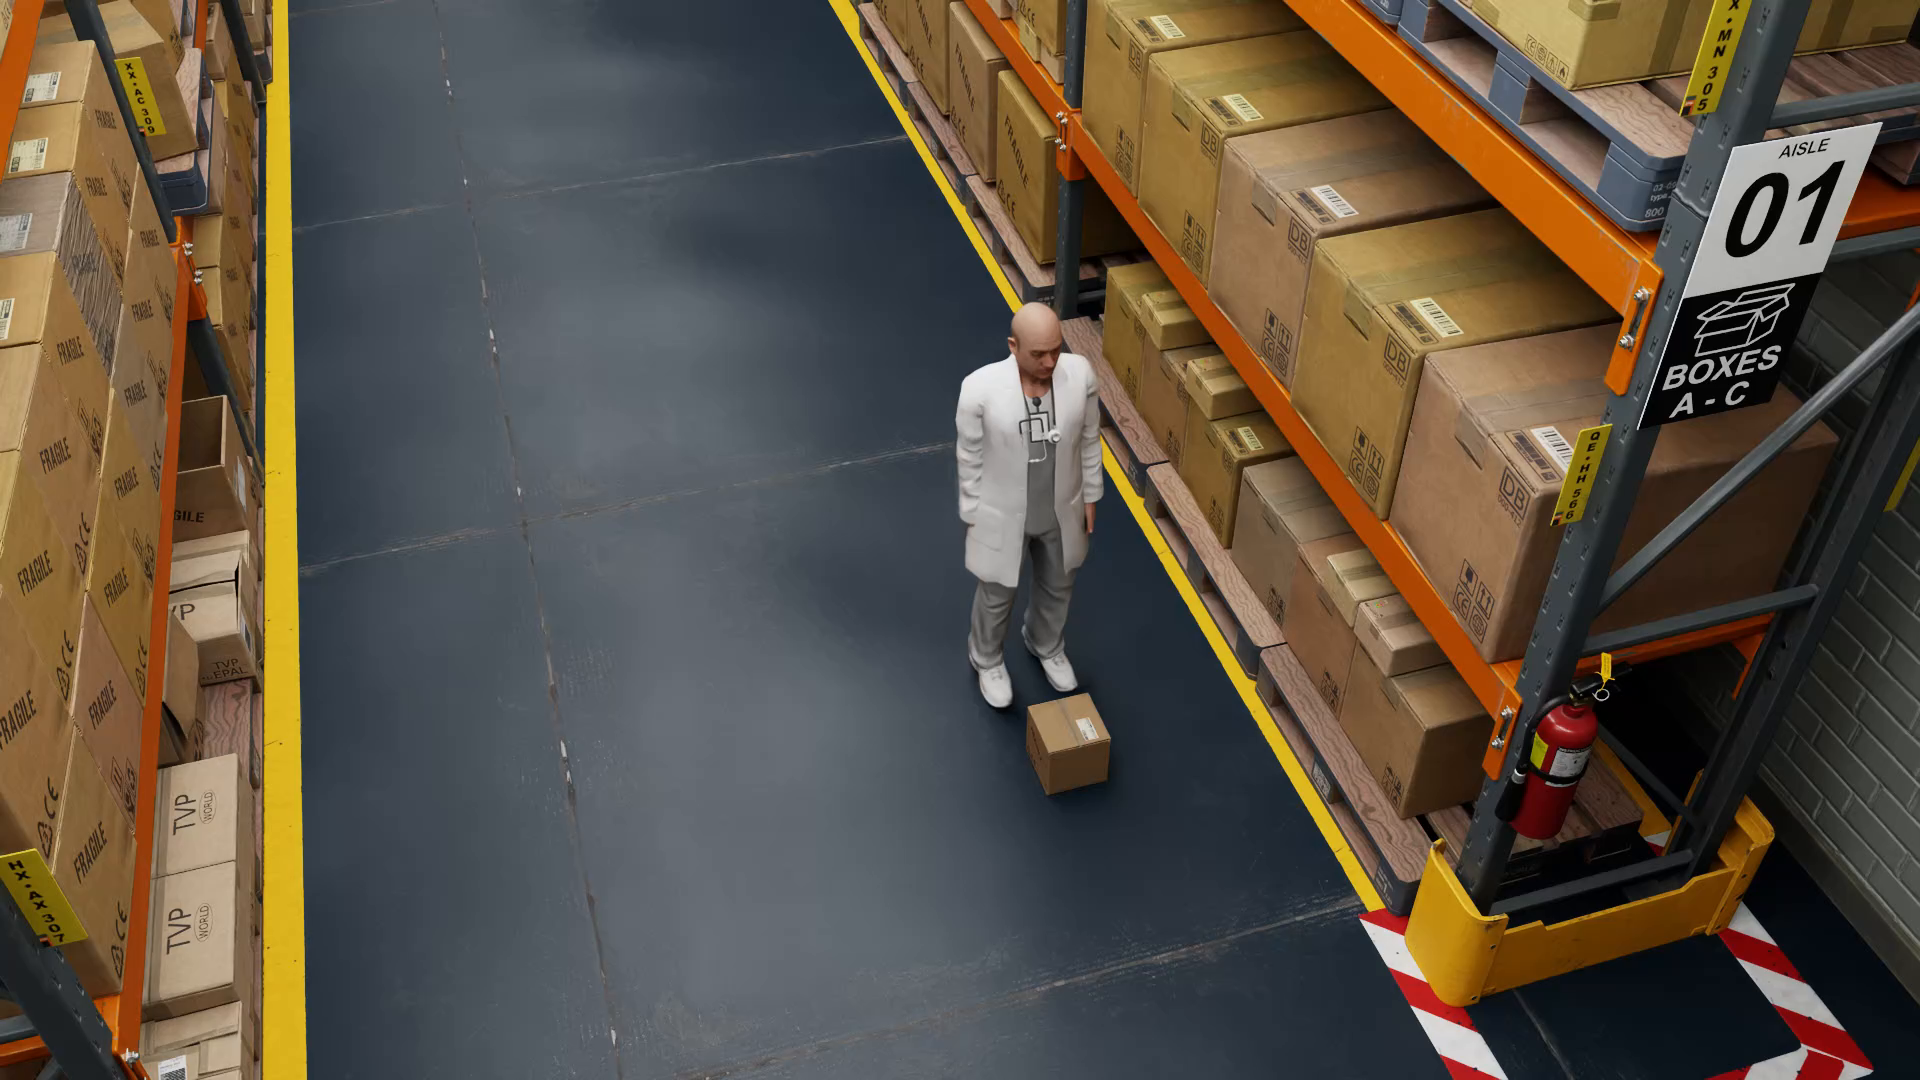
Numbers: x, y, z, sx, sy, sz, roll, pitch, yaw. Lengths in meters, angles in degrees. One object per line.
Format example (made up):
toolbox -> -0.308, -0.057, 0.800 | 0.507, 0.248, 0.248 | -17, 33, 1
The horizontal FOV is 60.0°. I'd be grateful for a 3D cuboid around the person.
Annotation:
person -> 0.275, -0.115, 6.302 | 0.561, 1.777, 0.382 | -11, 43, -12
